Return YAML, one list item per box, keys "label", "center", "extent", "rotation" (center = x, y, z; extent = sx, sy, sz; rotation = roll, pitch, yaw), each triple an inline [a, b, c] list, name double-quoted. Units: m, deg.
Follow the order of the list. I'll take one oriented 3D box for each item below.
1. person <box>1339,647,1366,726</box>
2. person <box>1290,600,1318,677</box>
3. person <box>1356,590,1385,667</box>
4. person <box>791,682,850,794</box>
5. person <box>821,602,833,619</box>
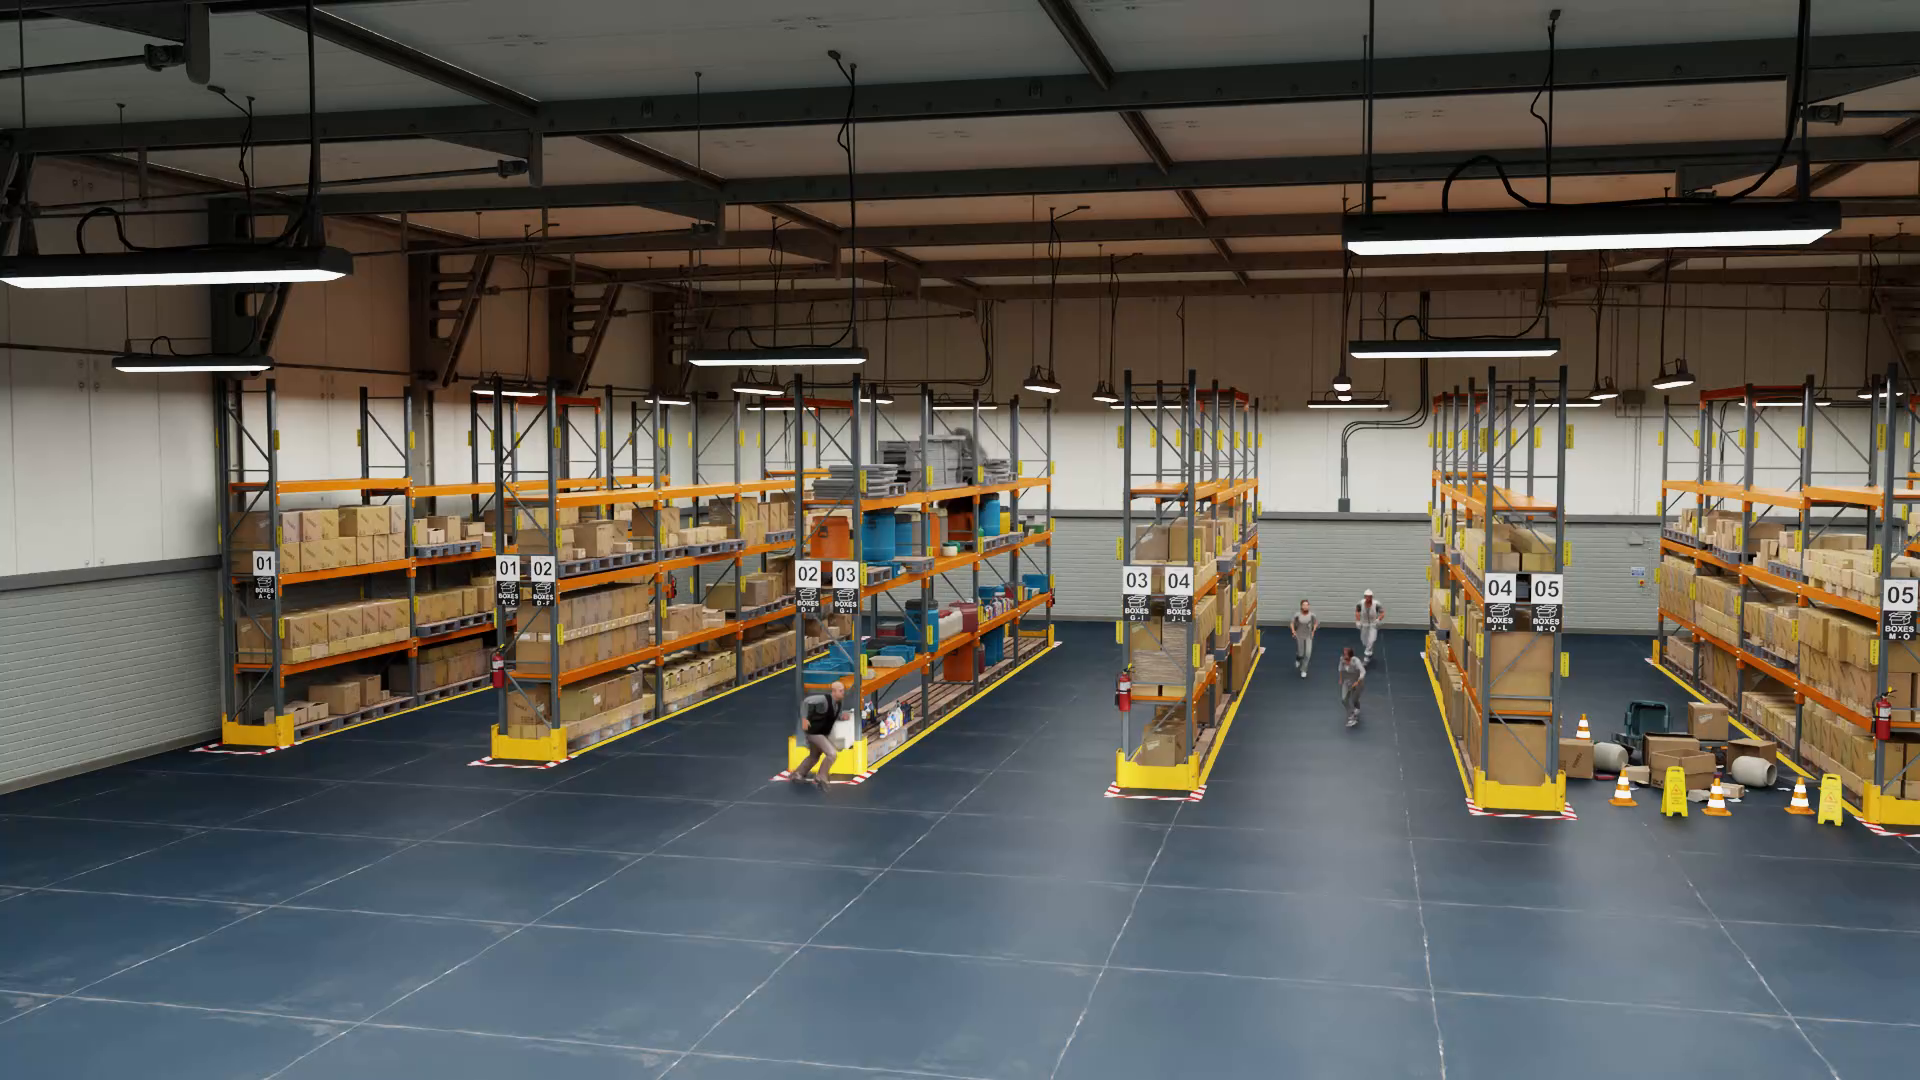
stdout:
- label: "person"
  center: [6.951, 2.570, 29.297]
  extent: [0.528, 1.363, 1.002]
  rotation: [2, 4, 32]
- label: "person"
  center: [7.341, 2.081, 35.485]
  extent: [0.575, 1.619, 0.616]
  rotation: [0, 3, 0]
- label: "person"
  center: [9.139, 1.947, 37.036]
  extent: [0.654, 1.720, 0.875]
  rotation: [1, 4, 19]
- label: "person"
  center: [-2.009, 2.805, 23.613]
  extent: [0.981, 1.636, 0.694]
  rotation: [2, 4, 29]
- label: "person"
  center: [-3.382, 1.526, 43.714]
  extent: [0.873, 1.797, 0.634]
  rotation: [2, 4, 30]
